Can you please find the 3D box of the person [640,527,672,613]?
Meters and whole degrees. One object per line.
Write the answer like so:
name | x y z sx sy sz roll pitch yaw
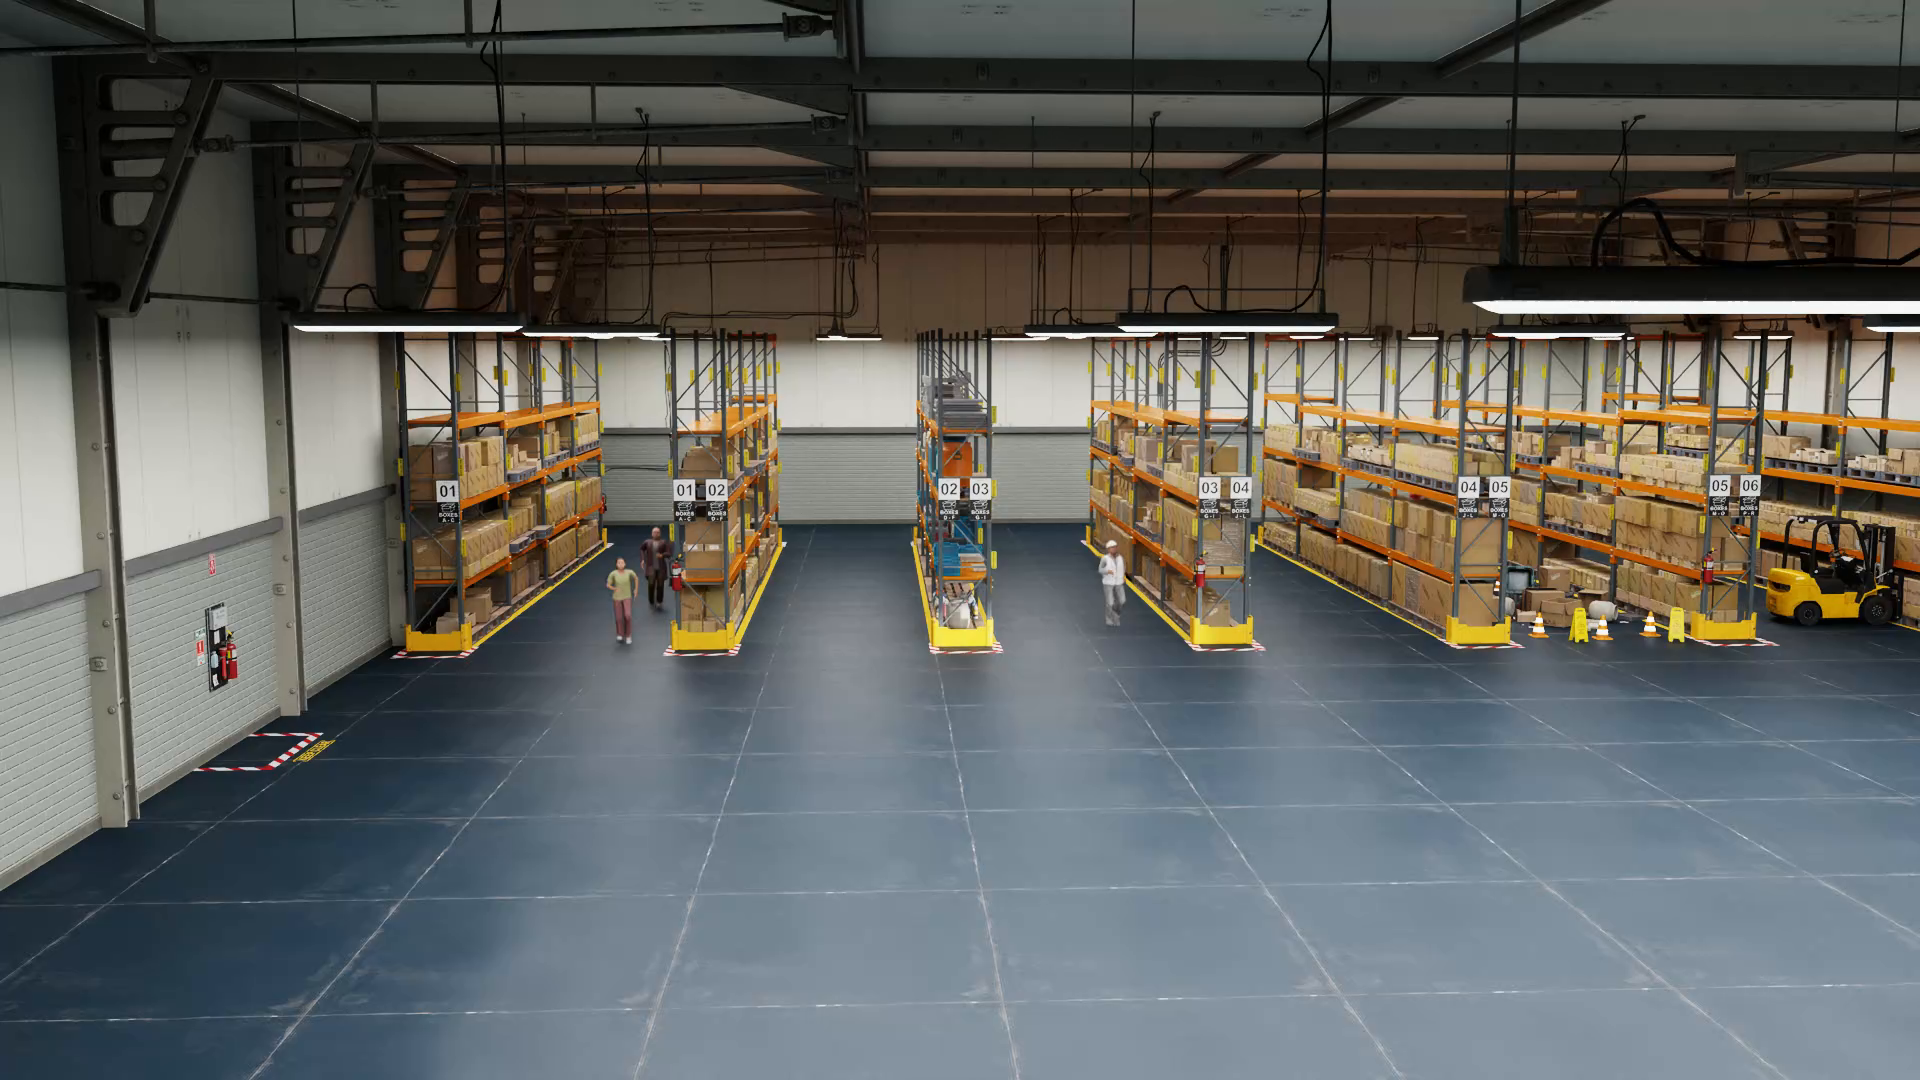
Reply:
person | -6.526 0.645 35.703 0.670 1.834 0.809 -1 7 -12

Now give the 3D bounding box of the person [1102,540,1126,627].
person | 3.135 0.895 33.624 0.498 1.767 0.646 -2 7 -14

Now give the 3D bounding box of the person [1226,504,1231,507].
person | 7.735 -0.788 47.977 0.663 1.708 0.889 5 8 35

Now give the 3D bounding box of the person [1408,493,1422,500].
person | 13.490 -0.945 49.485 0.915 1.682 0.724 1 7 10

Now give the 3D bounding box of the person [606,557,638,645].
person | -6.450 1.164 31.798 0.601 1.709 0.689 -2 7 -13
